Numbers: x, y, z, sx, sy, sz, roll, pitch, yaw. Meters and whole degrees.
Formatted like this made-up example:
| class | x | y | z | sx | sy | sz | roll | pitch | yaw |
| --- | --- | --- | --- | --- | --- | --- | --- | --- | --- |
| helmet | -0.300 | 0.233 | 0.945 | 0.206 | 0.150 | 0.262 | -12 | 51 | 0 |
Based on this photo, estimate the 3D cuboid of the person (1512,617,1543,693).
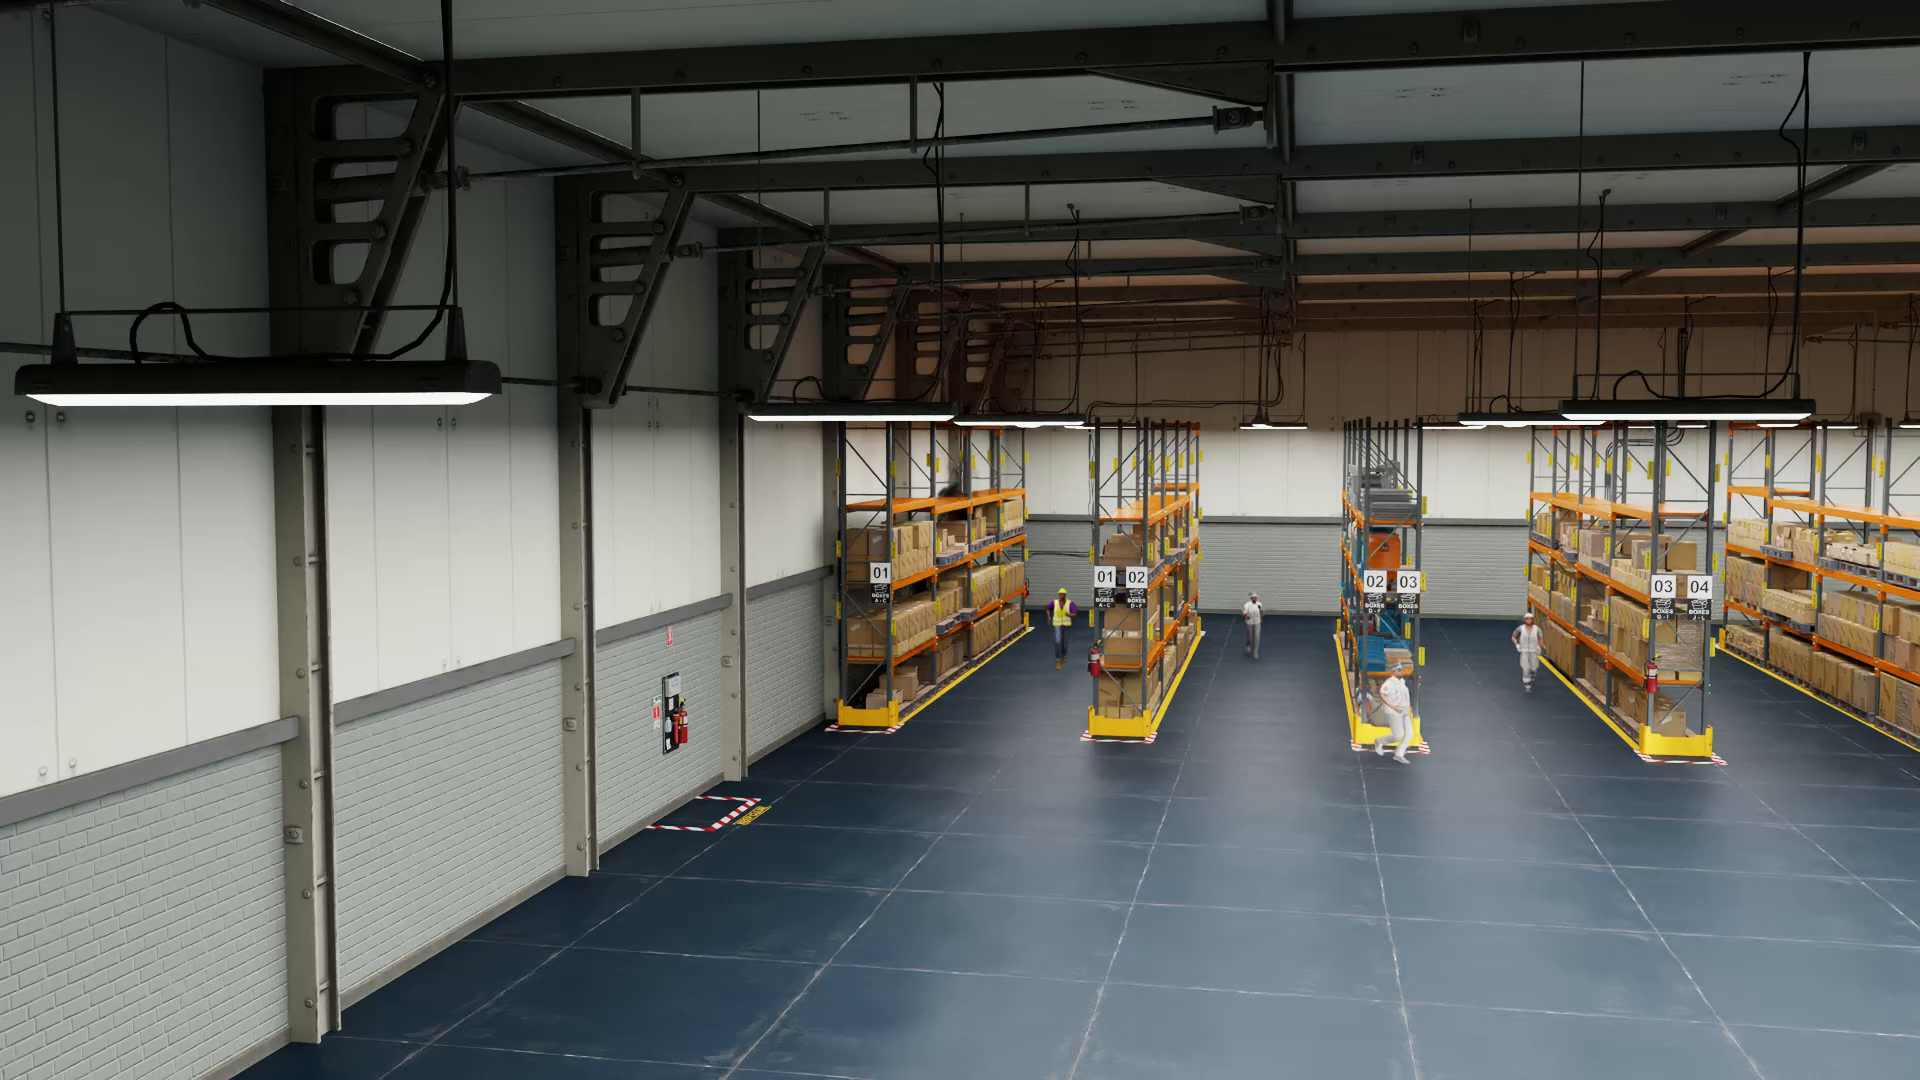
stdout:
| class | x | y | z | sx | sy | sz | roll | pitch | yaw |
| --- | --- | --- | --- | --- | --- | --- | --- | --- | --- |
| person | 12.496 | 2.533 | 36.633 | 0.666 | 1.628 | 0.586 | 1 | 4 | 14 |

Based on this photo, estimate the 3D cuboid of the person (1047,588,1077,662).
| class | x | y | z | sx | sy | sz | roll | pitch | yaw |
| --- | --- | --- | --- | --- | --- | --- | --- | --- | --- |
| person | 2.369 | 1.974 | 38.658 | 0.672 | 1.709 | 0.741 | 0 | 4 | -1 |

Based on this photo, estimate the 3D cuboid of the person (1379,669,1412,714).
| class | x | y | z | sx | sy | sz | roll | pitch | yaw |
| --- | --- | --- | --- | --- | --- | --- | --- | --- | --- |
| person | 7.598 | 2.590 | 28.855 | 0.672 | 0.839 | 0.396 | -4 | 5 | -45 |

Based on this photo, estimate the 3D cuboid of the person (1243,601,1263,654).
| class | x | y | z | sx | sy | sz | roll | pitch | yaw |
| --- | --- | --- | --- | --- | --- | --- | --- | --- | --- |
| person | 7.464 | 2.211 | 42.372 | 0.514 | 1.358 | 0.709 | 0 | 4 | -1 |
